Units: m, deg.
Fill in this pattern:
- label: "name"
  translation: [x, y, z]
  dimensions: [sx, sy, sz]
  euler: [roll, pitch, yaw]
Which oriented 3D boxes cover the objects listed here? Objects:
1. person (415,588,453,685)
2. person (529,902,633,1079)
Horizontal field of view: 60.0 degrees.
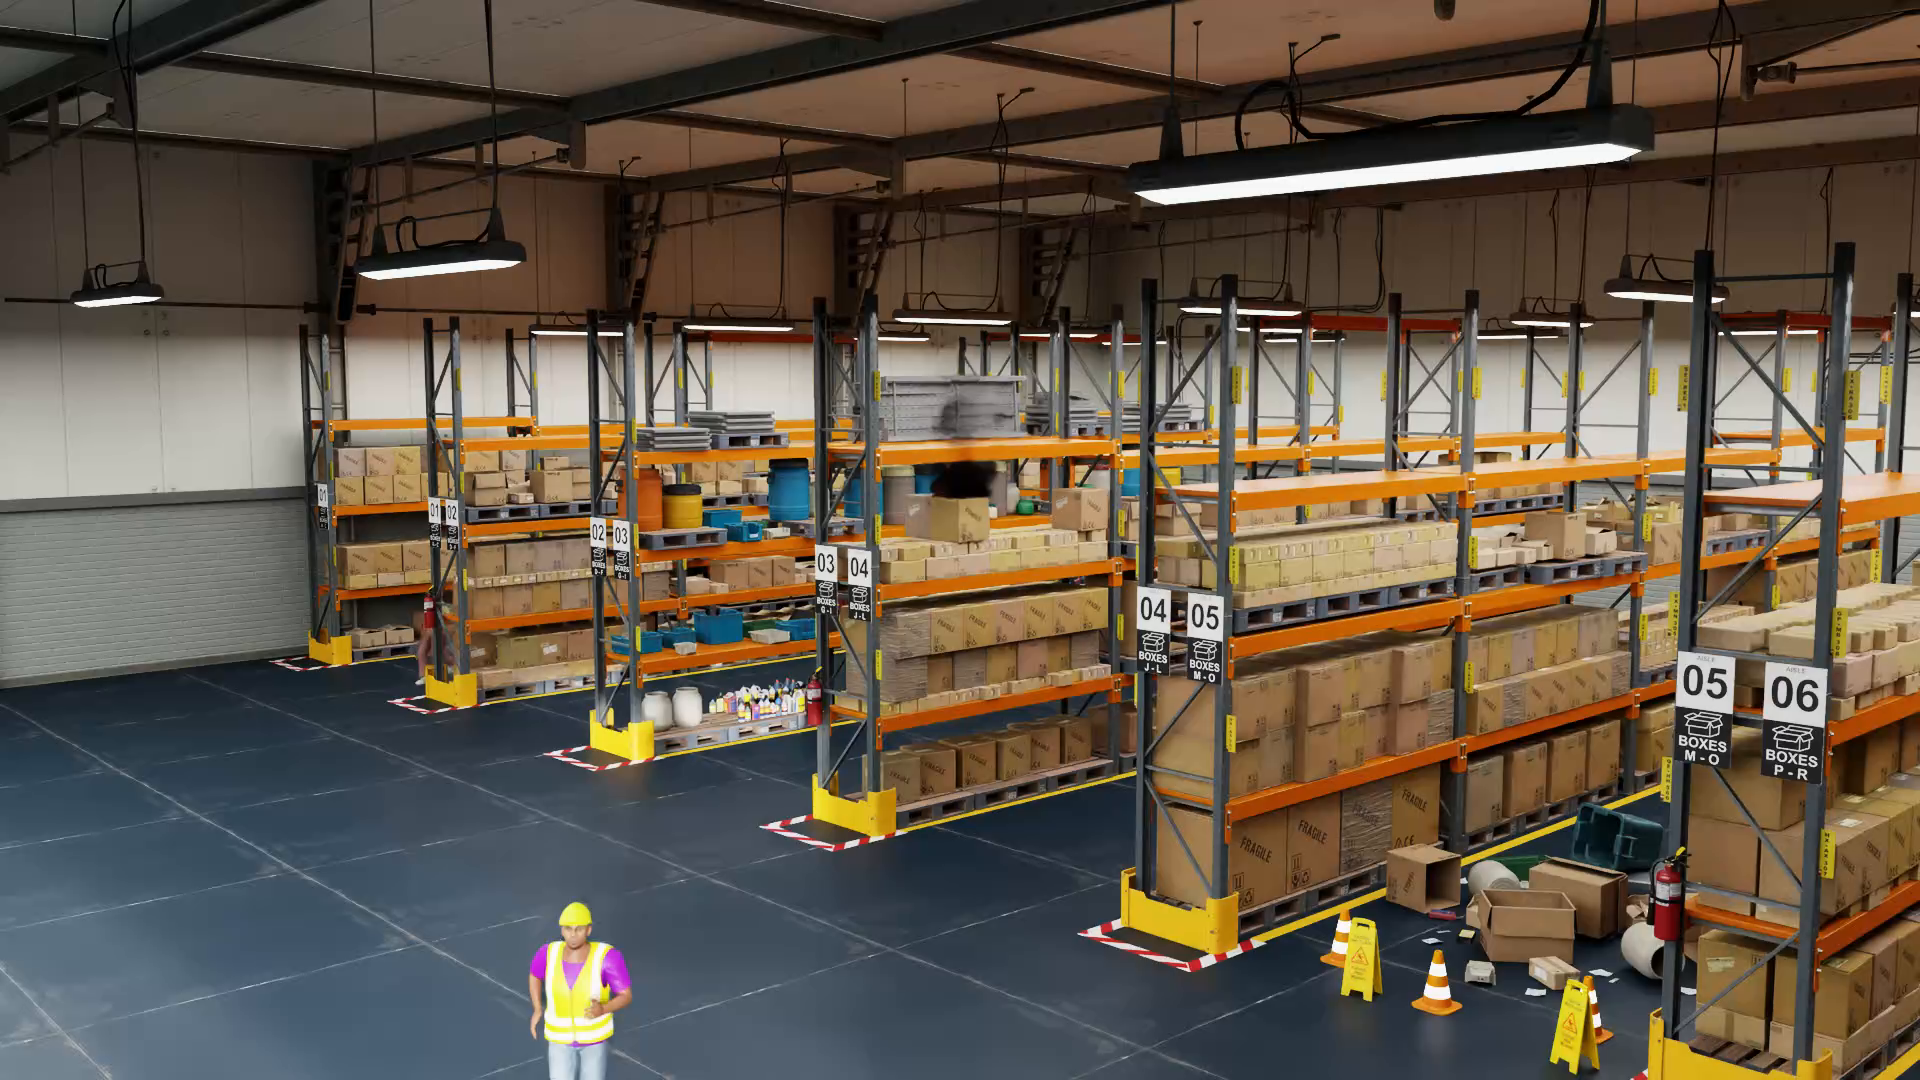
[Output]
- label: "person"
  translation: [-8.673, 1.573, 27.714]
  dimensions: [0.615, 1.664, 0.803]
  euler: [4, 7, 37]
- label: "person"
  translation: [-2.441, 3.201, 10.664]
  dimensions: [0.688, 1.789, 0.841]
  euler: [0, 6, -4]
